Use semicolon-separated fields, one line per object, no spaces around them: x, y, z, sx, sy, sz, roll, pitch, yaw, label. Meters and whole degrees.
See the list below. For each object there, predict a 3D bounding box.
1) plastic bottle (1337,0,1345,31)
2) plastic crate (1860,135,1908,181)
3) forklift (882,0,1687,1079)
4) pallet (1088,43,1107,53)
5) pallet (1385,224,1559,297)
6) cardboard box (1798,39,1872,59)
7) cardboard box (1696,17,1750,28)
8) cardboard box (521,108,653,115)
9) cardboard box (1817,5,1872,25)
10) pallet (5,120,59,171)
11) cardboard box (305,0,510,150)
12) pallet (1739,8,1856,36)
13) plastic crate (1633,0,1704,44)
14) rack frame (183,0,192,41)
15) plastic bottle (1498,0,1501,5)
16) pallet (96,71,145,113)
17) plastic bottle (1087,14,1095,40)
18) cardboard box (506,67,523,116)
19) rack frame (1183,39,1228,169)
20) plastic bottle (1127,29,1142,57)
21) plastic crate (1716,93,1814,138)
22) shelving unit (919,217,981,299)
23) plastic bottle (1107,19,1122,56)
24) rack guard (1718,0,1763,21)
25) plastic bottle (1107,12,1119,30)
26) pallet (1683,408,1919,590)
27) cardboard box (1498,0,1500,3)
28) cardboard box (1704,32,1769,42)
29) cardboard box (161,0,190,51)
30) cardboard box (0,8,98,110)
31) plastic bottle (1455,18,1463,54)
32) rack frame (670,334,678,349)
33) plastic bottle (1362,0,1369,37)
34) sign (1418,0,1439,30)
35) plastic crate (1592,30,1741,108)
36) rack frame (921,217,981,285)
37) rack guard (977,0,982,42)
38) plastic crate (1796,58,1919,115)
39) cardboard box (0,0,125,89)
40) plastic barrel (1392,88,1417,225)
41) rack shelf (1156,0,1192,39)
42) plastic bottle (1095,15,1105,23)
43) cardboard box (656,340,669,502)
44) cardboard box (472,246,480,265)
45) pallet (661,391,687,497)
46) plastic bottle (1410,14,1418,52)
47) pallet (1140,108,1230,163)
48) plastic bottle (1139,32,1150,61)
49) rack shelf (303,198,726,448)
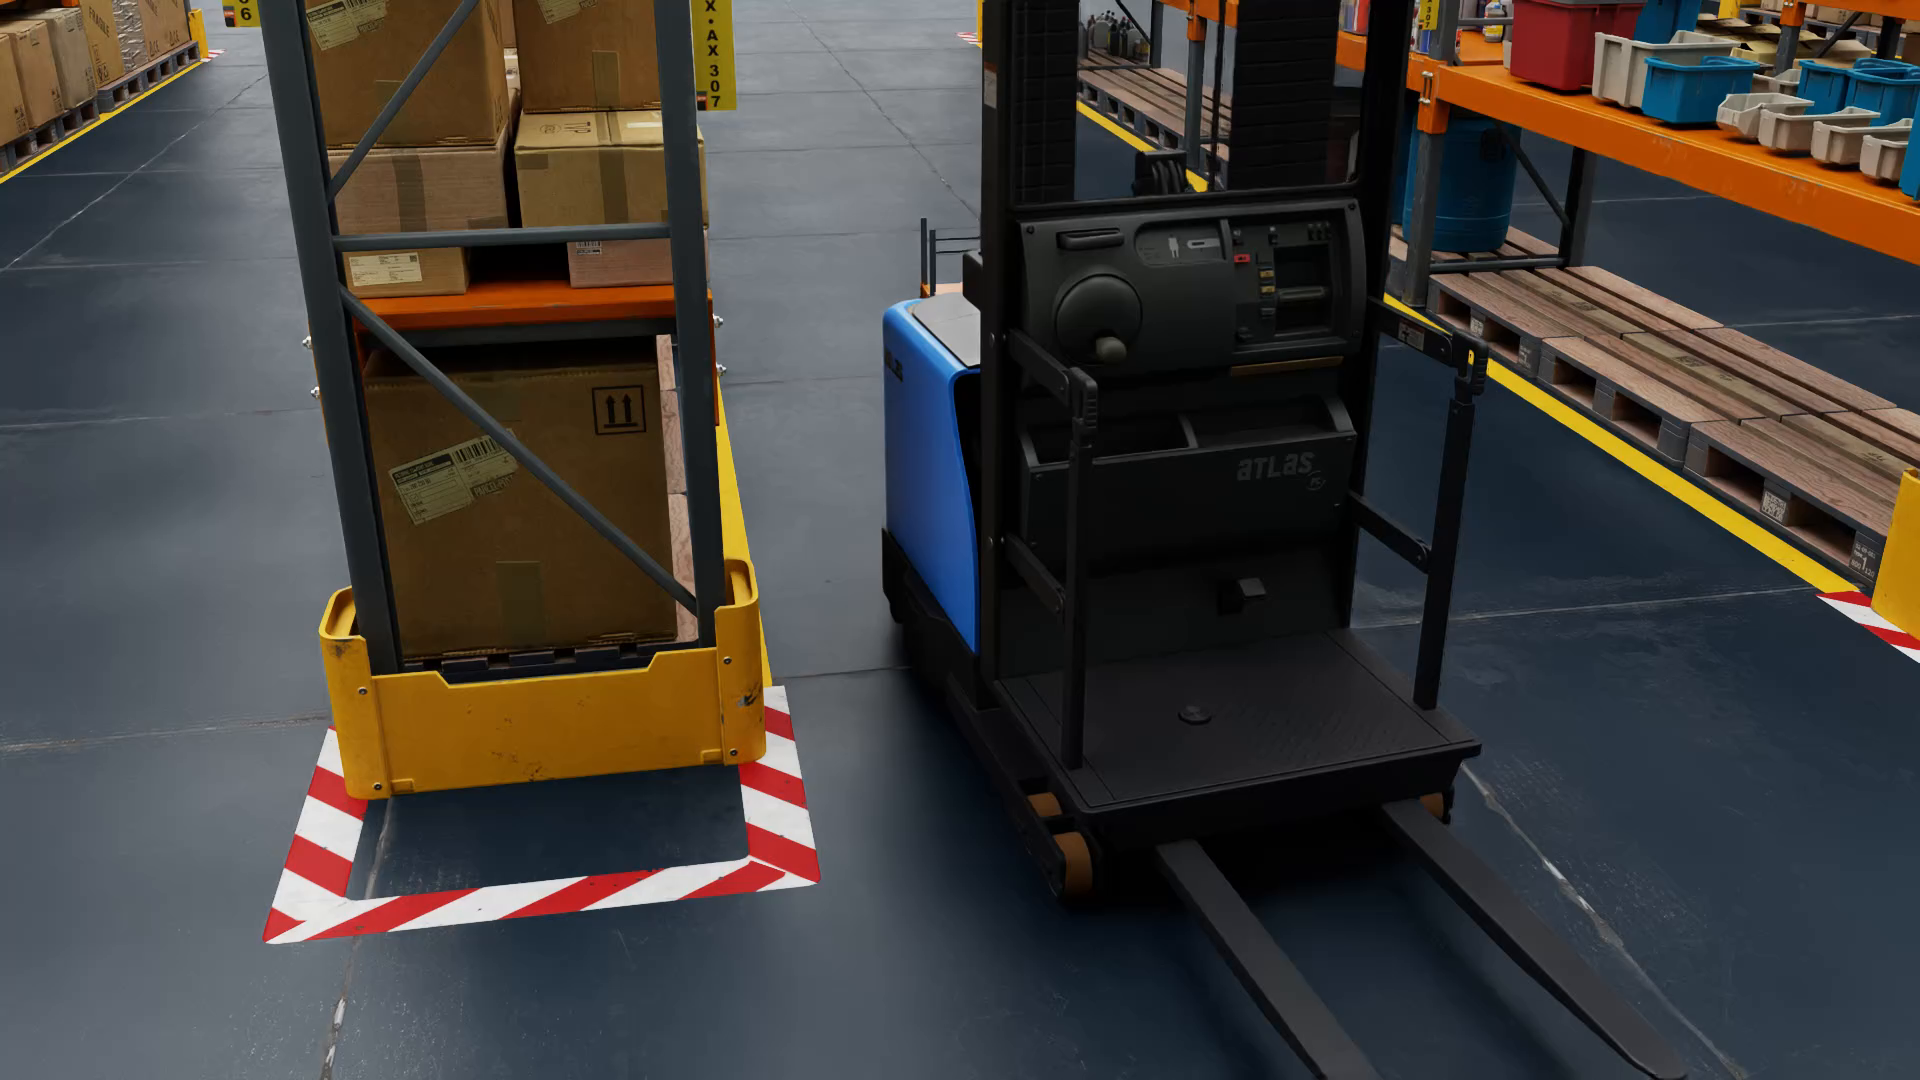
2.339;-3.189;10.052;0.097;0.201;0.097;0;24;0;plastic bottle
3.375;-1.351;5.850;0.396;0.136;0.243;-4;24;-10;plastic crate
0.665;-0.621;4.011;1.130;2.935;3.031;-7;25;-16;forklift
1.172;-5.327;18.184;1.003;0.211;1.213;-4;24;-10;pallet
2.862;-1.739;9.968;1.003;0.211;1.213;-4;24;-10;pallet
7.285;-4.066;14.022;0.500;0.311;0.500;-4;24;-8;cardboard box
6.991;-4.675;15.416;0.500;0.311;0.500;-5;24;-10;cardboard box
-1.090;-1.251;5.182;0.500;0.250;0.500;-5;24;-10;cardboard box
10.712;-6.424;19.785;0.700;0.500;0.500;-6;24;-13;cardboard box
-7.830;-3.107;13.099;1.003;0.211;1.213;-4;24;-10;pallet
-1.512;-1.354;4.481;0.500;0.500;0.500;-4;24;-9;cardboard box
10.611;-6.534;20.946;1.003;0.211;1.213;-4;24;-10;pallet
3.385;-2.572;8.337;0.392;0.384;0.575;-4;24;-10;plastic crate
-9.016;-6.737;17.927;1.000;3.000;0.127;-4;24;-10;rack frame
3.172;-3.059;9.756;0.097;0.201;0.097;0;24;0;plastic bottle
-8.340;-4.190;15.580;1.003;0.211;1.213;-4;24;-10;pallet
1.430;-5.588;18.141;0.061;0.283;0.133;-4;24;-10;plastic bottle
-1.702;-1.409;5.544;0.500;0.250;0.500;-5;24;-12;cardboard box
2.224;-4.284;12.311;1.000;3.000;0.127;-4;24;-10;rack frame
1.770;-5.093;17.018;0.152;0.276;0.135;-3;24;-8;plastic bottle
3.187;-1.689;6.624;0.298;0.136;0.250;-4;24;-10;plastic crate
-0.003;-0.556;6.023;0.258;1.200;0.189;-4;24;-10;shelving unit
1.601;-5.182;17.128;0.144;0.351;0.185;-4;24;-10;plastic bottle
10.495;-6.988;21.626;1.175;0.500;0.348;-4;24;-10;rack guard
1.629;-5.434;17.705;0.144;0.351;0.185;-4;24;-10;plastic bottle
3.589;-0.186;6.413;1.003;0.211;1.213;-4;24;-10;pallet
5.972;-5.862;17.898;0.500;0.500;0.500;-4;24;-10;cardboard box
6.651;-4.230;14.398;0.500;0.311;0.500;-5;24;-11;cardboard box
-8.826;-5.693;17.668;0.875;0.875;0.875;-4;24;-9;cardboard box
-8.073;-4.087;14.147;1.050;0.750;0.750;-4;24;-10;cardboard box
2.692;-2.767;9.086;0.097;0.201;0.097;0;24;0;plastic bottle
-1.904;-2.344;7.869;1.000;3.000;0.127;-4;24;-10;rack frame
2.438;-3.098;9.657;0.144;0.351;0.185;-4;24;-10;plastic bottle
2.423;-2.797;8.561;0.100;0.325;0.005;-4;24;-10;sign
3.065;-2.069;7.313;0.437;0.282;0.530;-4;24;-10;plastic crate
-0.020;-0.592;6.105;0.240;1.200;0.006;-4;24;-10;rack frame
0.805;-6.259;19.955;1.175;0.500;0.348;-4;24;-10;rack guard
3.682;-1.845;6.861;0.416;0.233;0.300;-4;24;-10;plastic crate
-8.324;-4.635;15.244;0.875;0.875;0.875;-4;24;-9;cardboard box
2.749;-2.435;10.175;0.600;0.901;0.708;-4;24;-10;plastic barrel
1.854;-4.741;14.256;1.077;0.370;4.000;-4;24;-10;rack shelf
1.535;-5.593;18.161;0.152;0.276;0.135;-4;24;-9;plastic bottle
-1.529;-0.593;5.990;0.875;0.875;0.875;-4;24;-10;cardboard box
-1.603;-0.873;4.815;0.380;0.149;0.250;-4;24;-9;cardboard box
-1.611;-0.280;6.628;1.003;0.211;1.213;-4;24;-10;pallet
2.525;-2.794;9.148;0.097;0.201;0.097;0;24;0;plastic bottle
2.119;-3.313;13.573;1.003;0.211;1.213;-4;24;-10;pallet
1.856;-4.966;16.732;0.097;0.271;0.097;0;24;0;plastic bottle
-1.534;-1.227;6.212;1.077;0.370;4.000;-4;24;-10;rack shelf
